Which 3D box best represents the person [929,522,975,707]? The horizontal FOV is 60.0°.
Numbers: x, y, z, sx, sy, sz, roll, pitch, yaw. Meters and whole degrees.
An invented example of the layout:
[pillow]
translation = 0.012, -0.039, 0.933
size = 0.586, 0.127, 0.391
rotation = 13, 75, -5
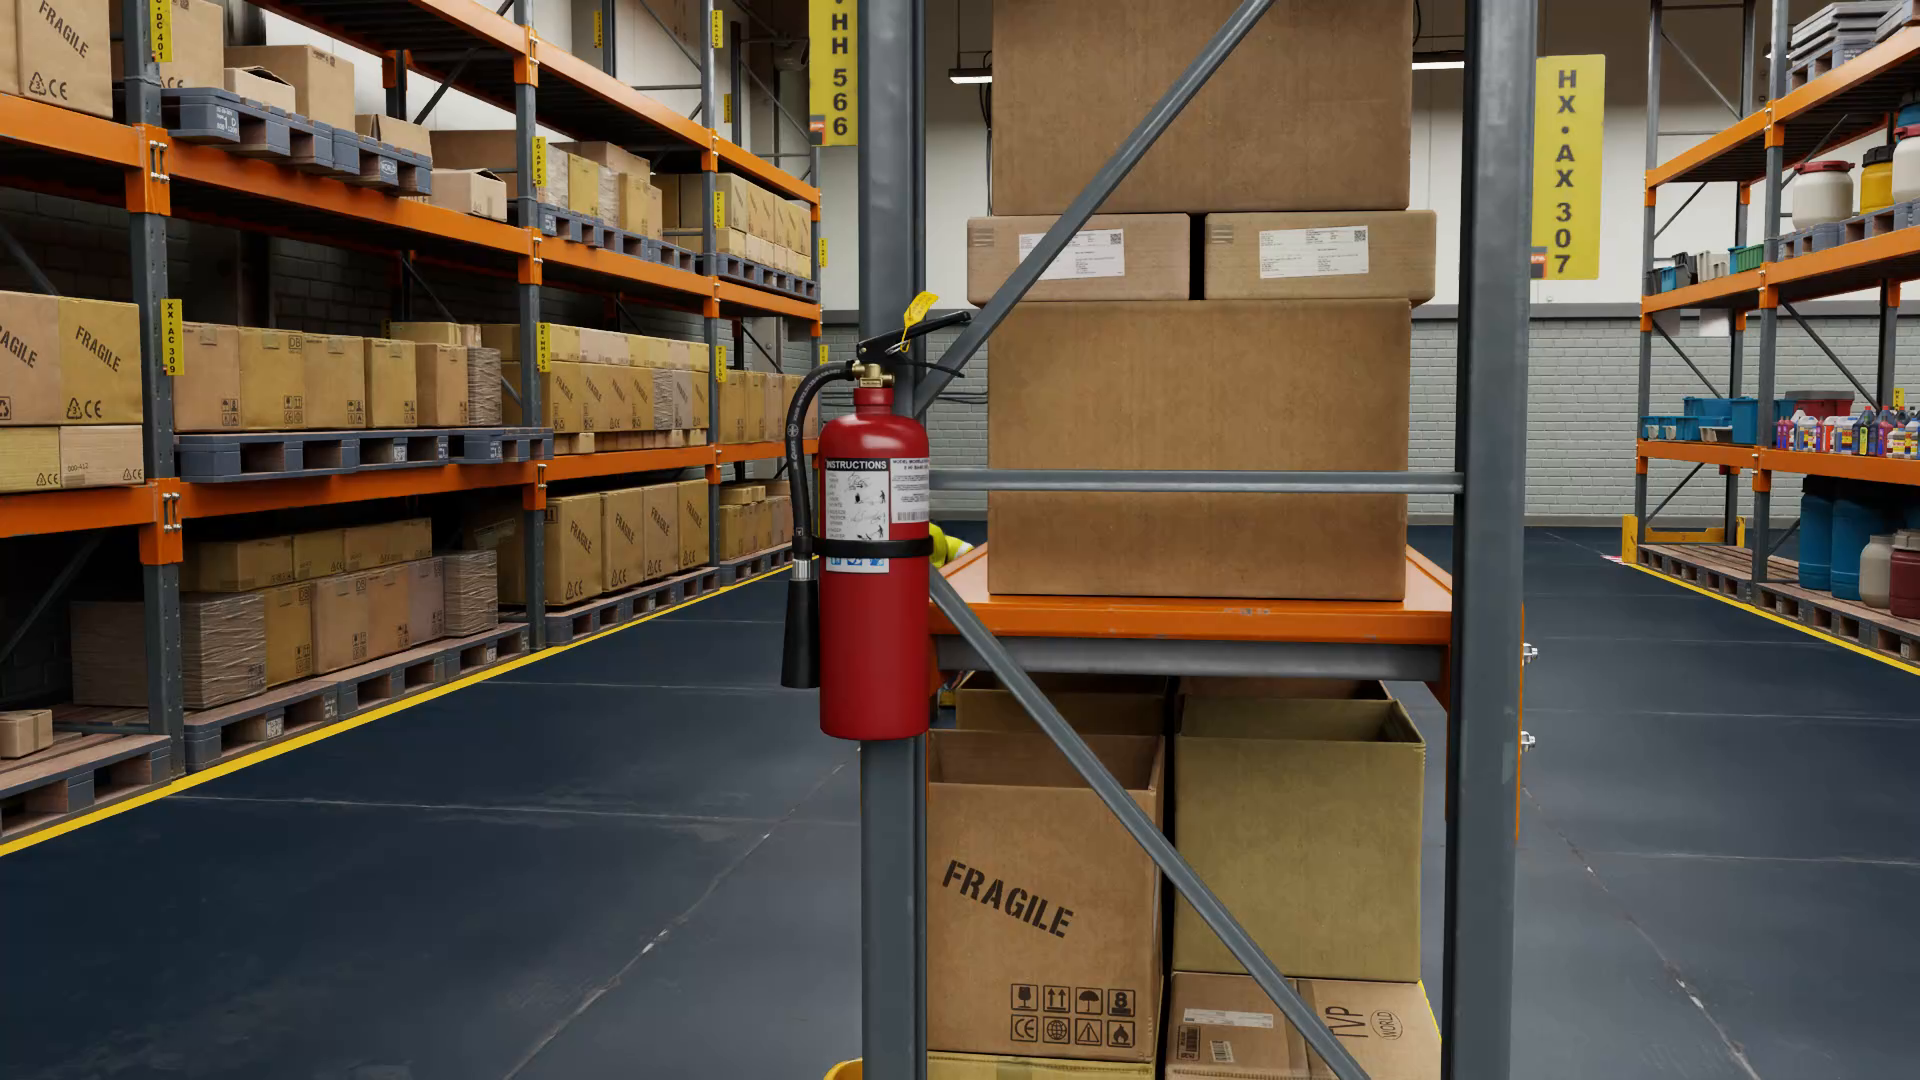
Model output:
[person]
translation = -0.144, 0.400, 9.066
size = 0.593, 1.039, 0.884
rotation = 1, 4, 8
